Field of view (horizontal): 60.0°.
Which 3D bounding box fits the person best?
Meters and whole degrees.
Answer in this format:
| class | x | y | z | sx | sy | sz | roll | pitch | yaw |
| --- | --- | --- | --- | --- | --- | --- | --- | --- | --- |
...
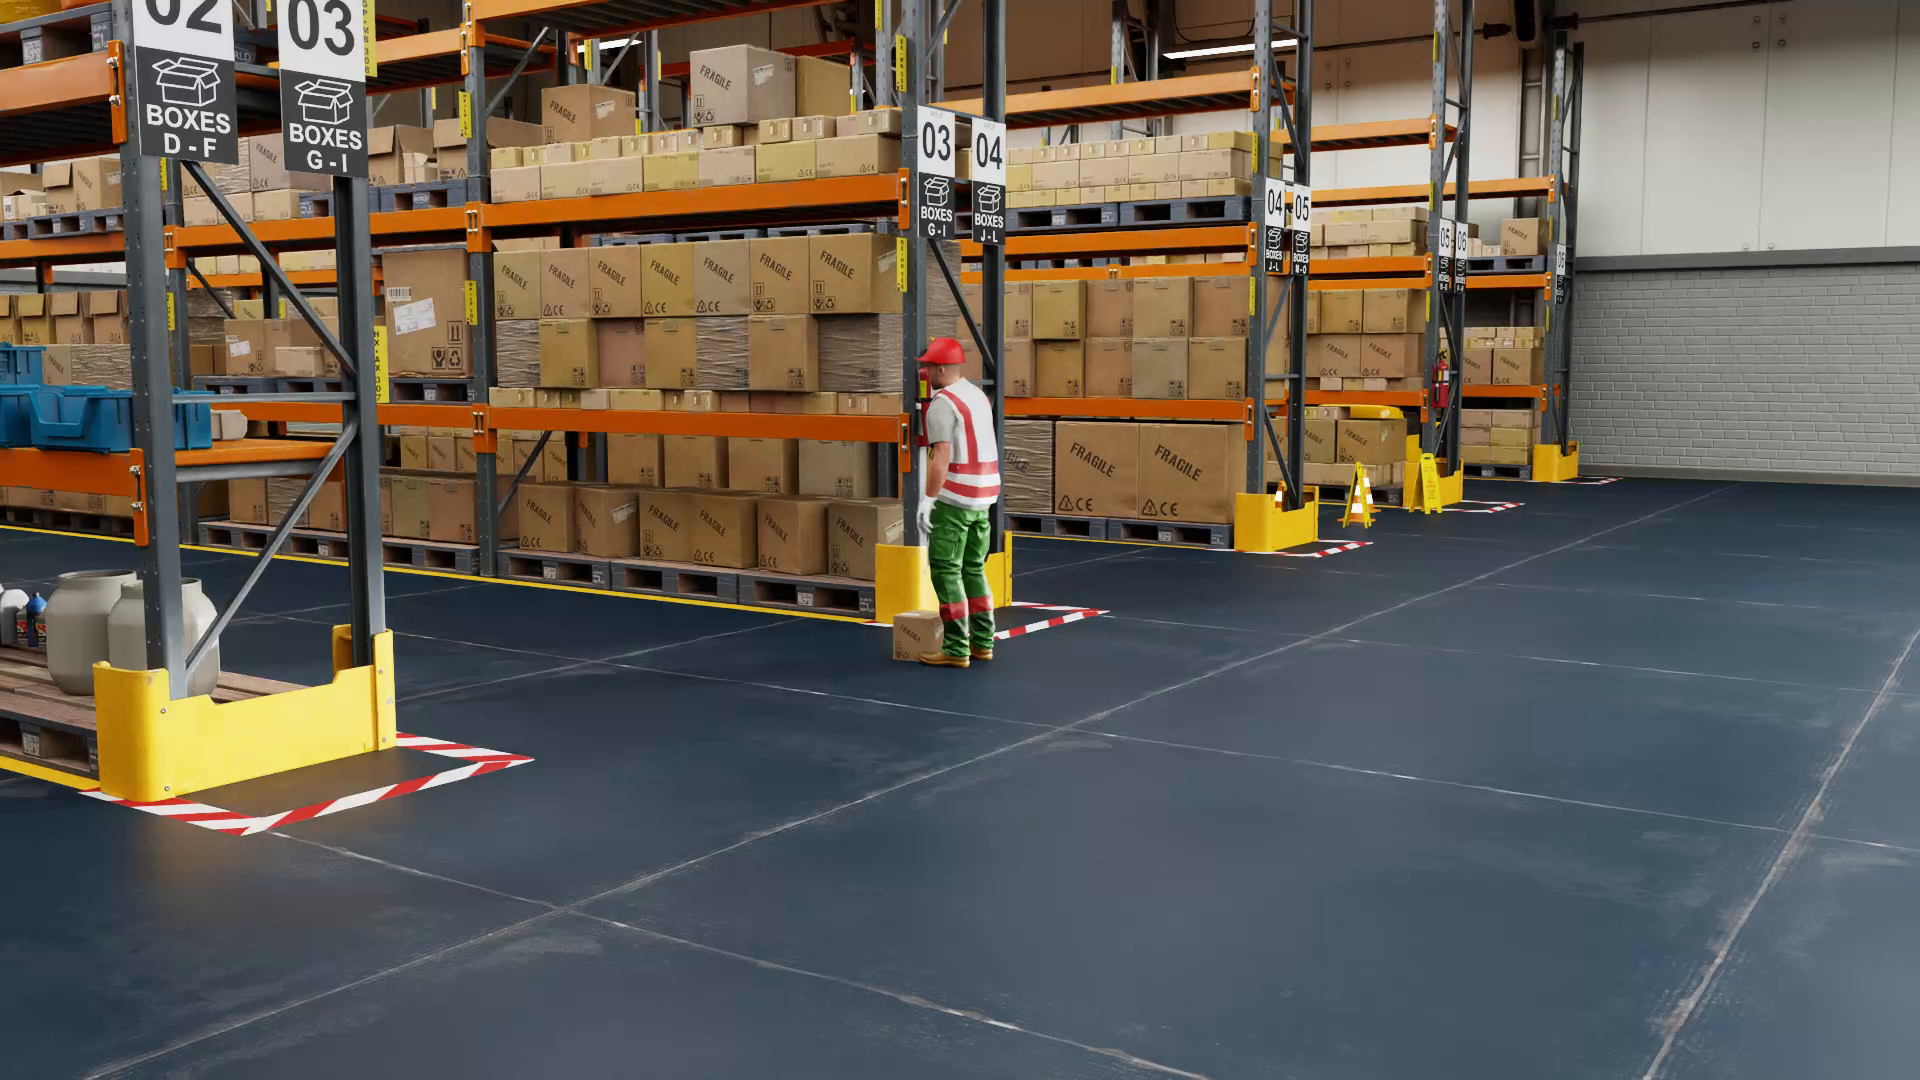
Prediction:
| class | x | y | z | sx | sy | sz | roll | pitch | yaw |
| --- | --- | --- | --- | --- | --- | --- | --- | --- | --- |
| person | -0.022 | -0.209 | 9.065 | 0.449 | 1.780 | 0.623 | 4 | 7 | 31 |
